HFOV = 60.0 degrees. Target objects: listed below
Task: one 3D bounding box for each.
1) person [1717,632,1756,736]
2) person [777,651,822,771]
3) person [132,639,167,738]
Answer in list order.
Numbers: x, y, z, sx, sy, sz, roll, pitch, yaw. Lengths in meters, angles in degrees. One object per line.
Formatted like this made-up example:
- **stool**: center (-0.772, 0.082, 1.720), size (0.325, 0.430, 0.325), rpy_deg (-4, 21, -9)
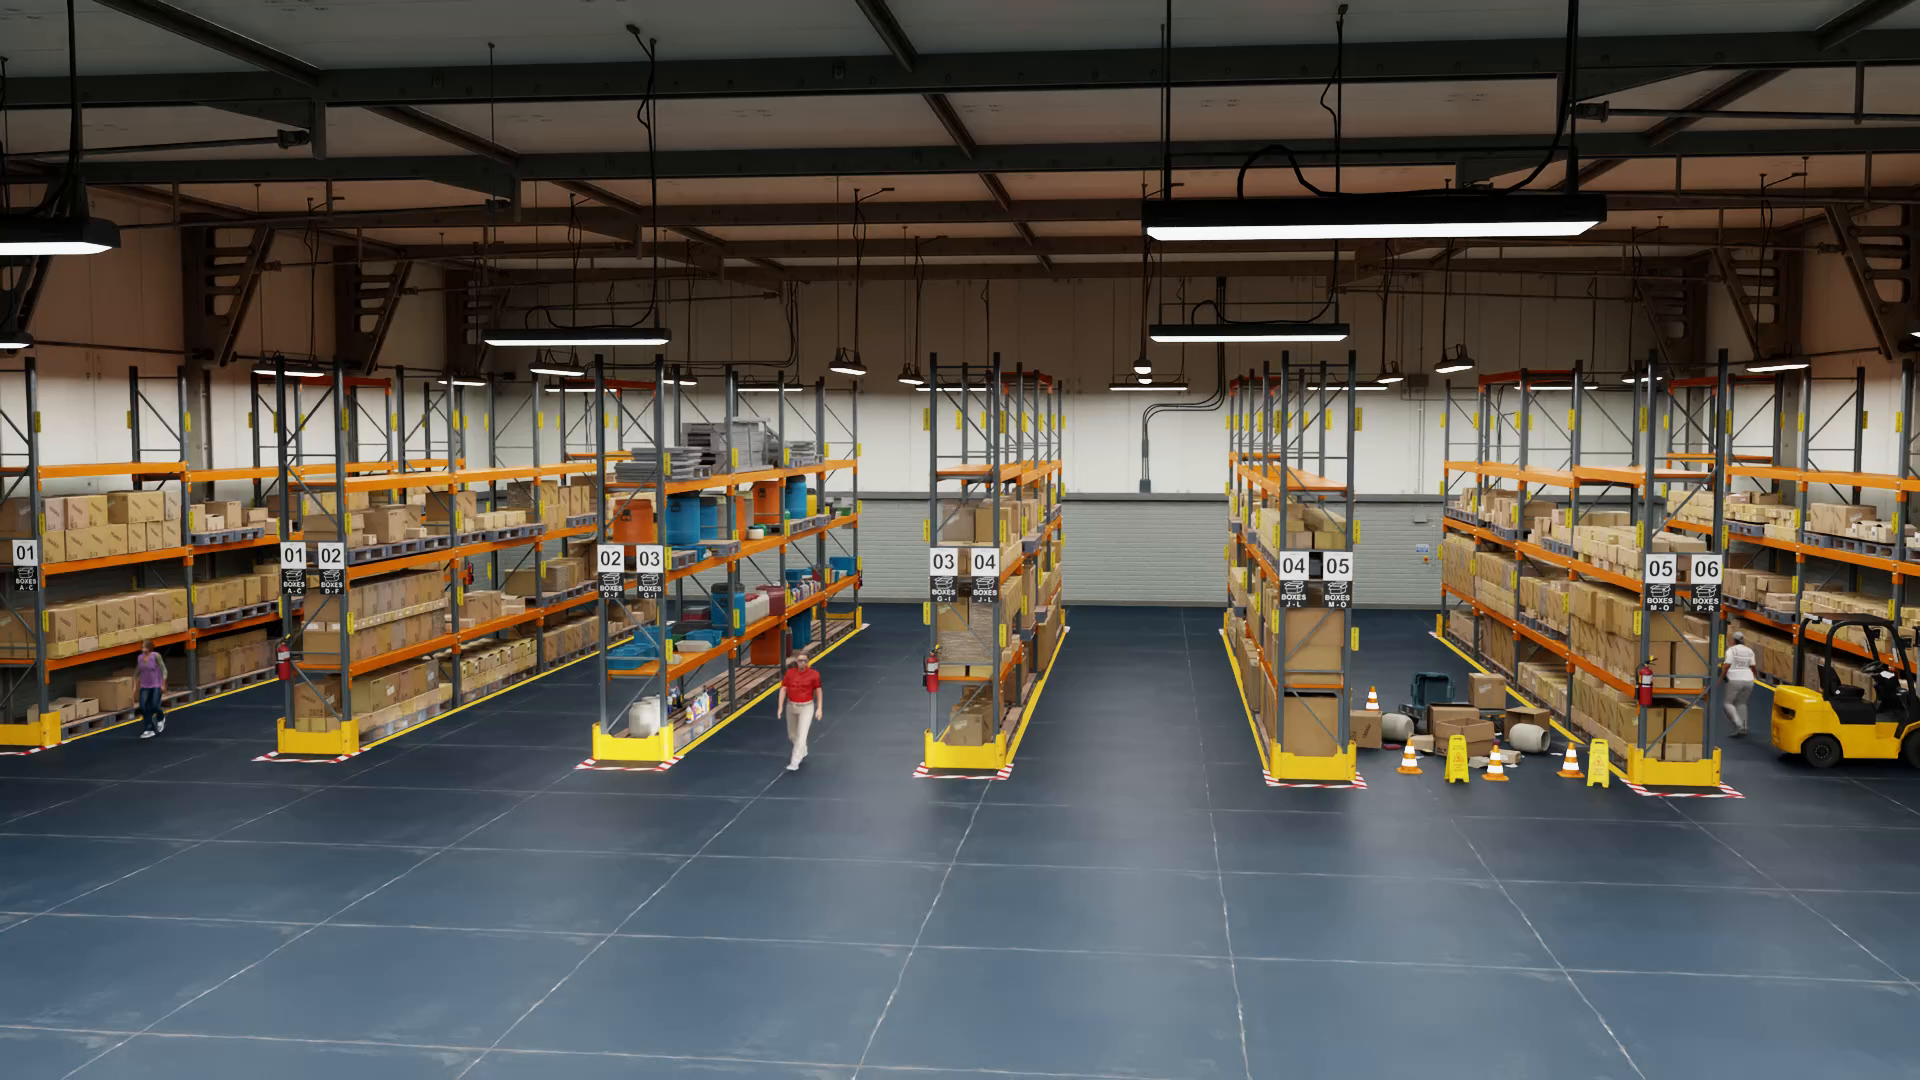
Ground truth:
- **person**: center (12.511, 2.312, 26.664), size (0.541, 1.647, 0.642), rpy_deg (-1, 4, -9)
- **person**: center (-2.325, 2.450, 24.077), size (0.594, 1.674, 1.014), rpy_deg (1, 4, 11)
- **person**: center (-12.889, 2.352, 26.542), size (0.501, 1.582, 0.474), rpy_deg (0, 4, 5)
